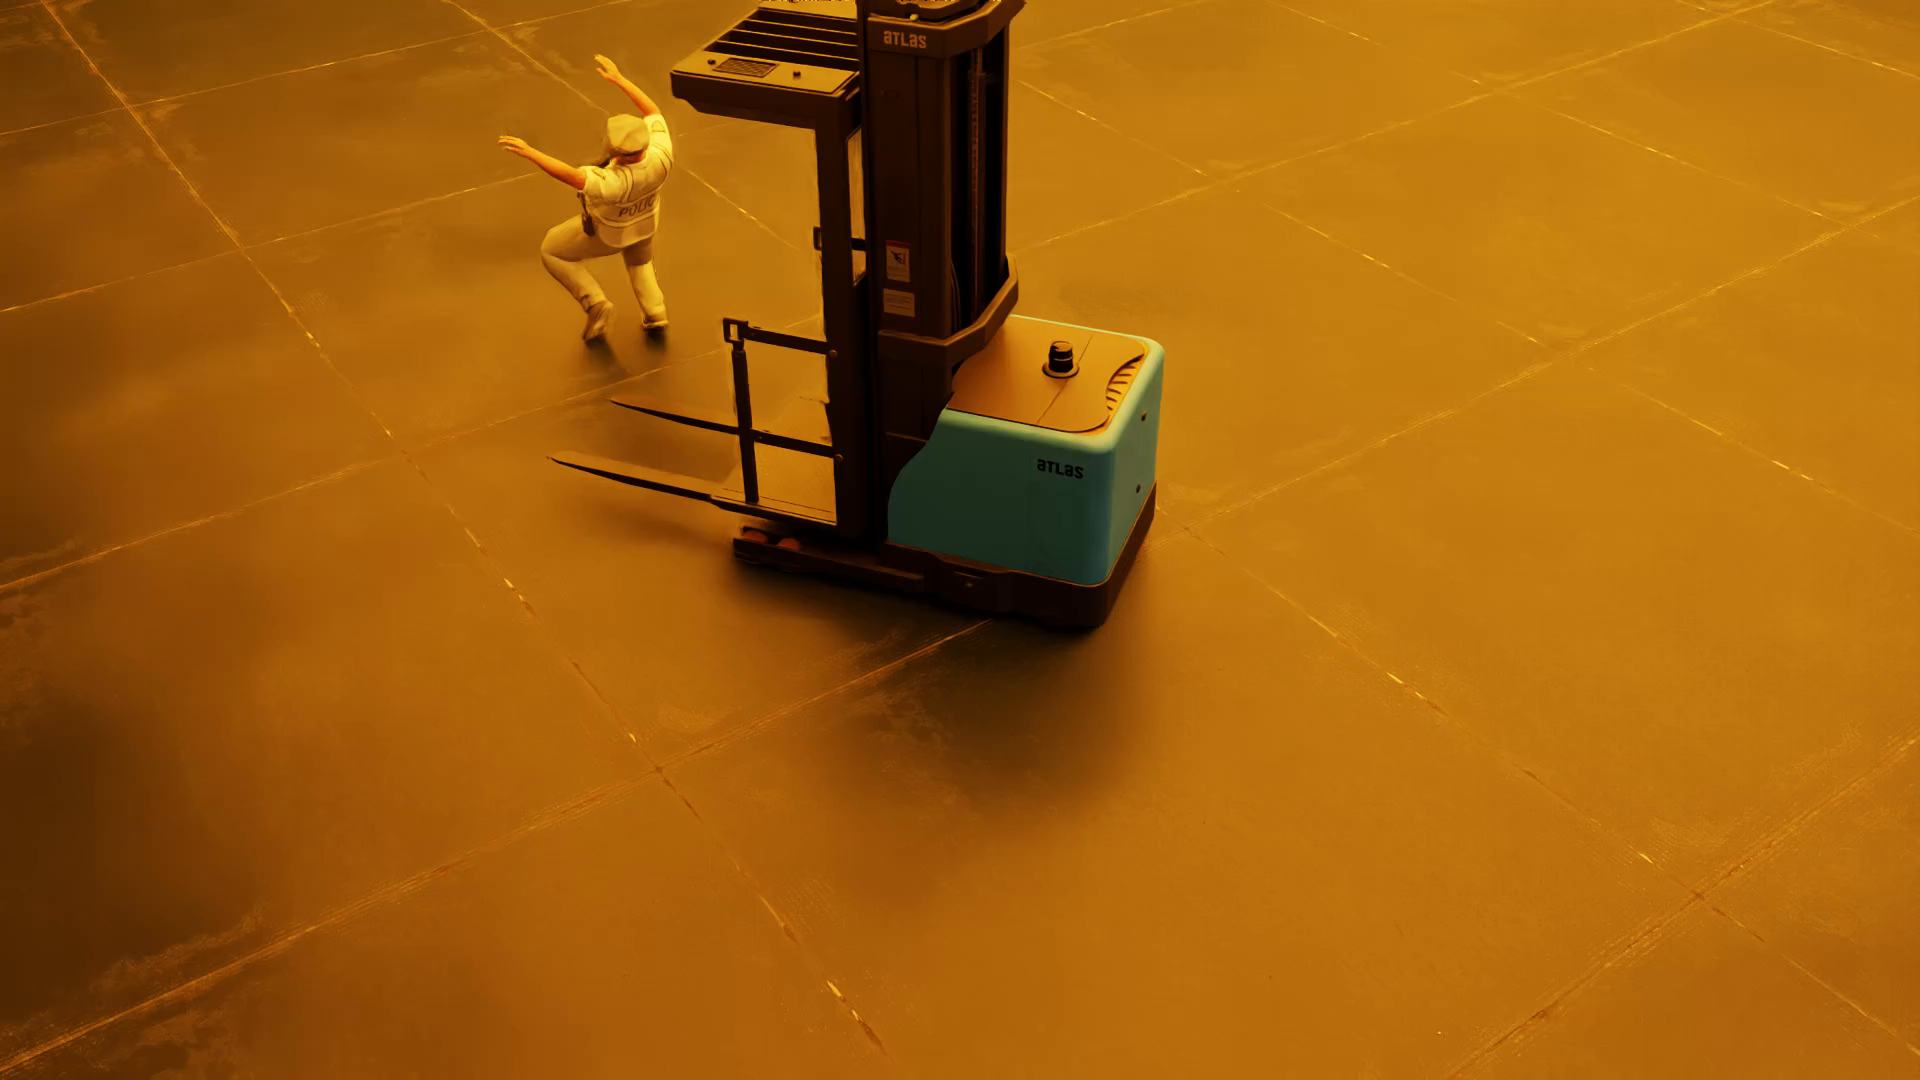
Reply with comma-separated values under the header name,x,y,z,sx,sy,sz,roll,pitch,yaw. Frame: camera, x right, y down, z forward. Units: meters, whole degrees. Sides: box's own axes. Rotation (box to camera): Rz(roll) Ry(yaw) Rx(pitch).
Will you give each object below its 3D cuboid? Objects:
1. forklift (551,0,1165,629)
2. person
name,x,y,z,sx,sy,sz,roll,pitch,yaw
forklift,-0.588,-1.300,7.703,3.031,2.935,1.130,12,38,16
person,-2.120,-1.839,9.554,1.078,1.685,0.857,-29,45,-33
